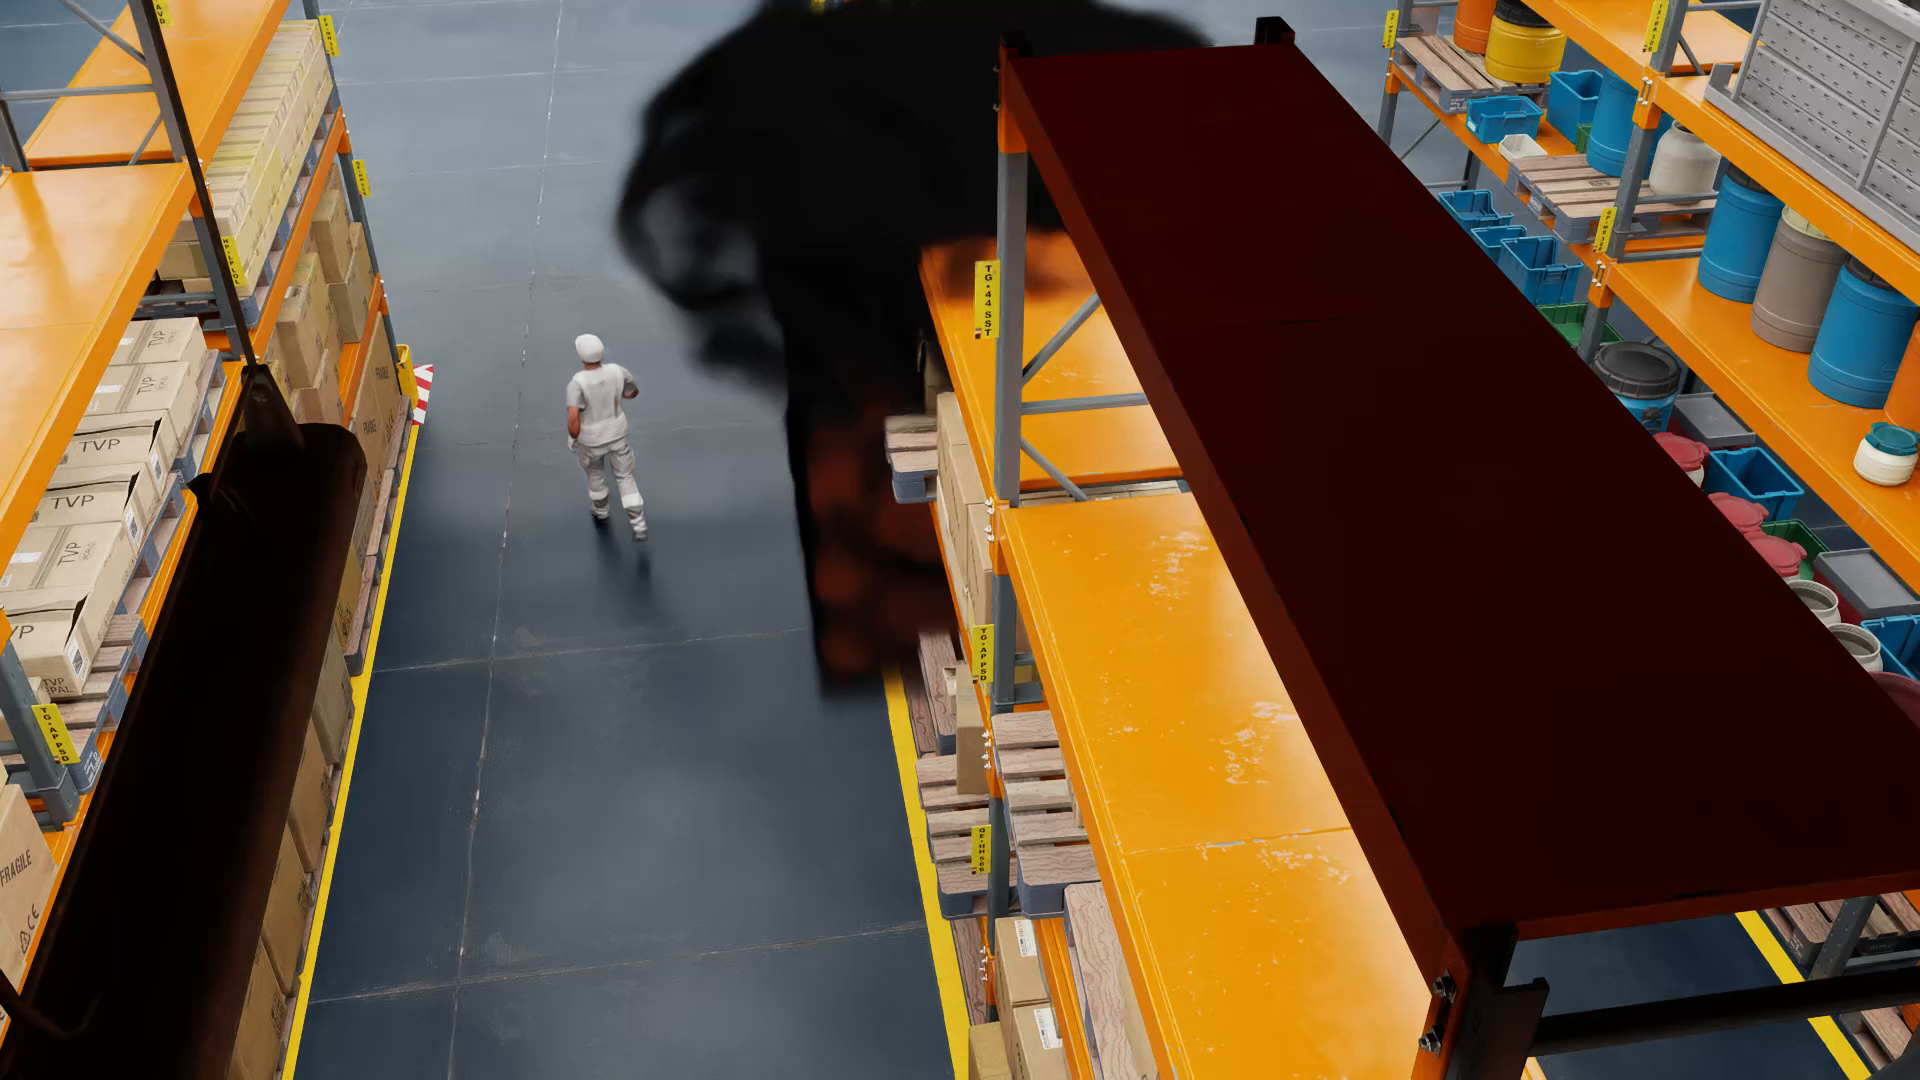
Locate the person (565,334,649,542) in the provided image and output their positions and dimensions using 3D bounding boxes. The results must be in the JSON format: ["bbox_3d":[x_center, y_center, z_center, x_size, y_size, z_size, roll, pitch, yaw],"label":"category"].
[{"bbox_3d":[-2.757,-0.789,12.969,0.664,1.798,0.944,-19,40,-24],"label":"person"}]
